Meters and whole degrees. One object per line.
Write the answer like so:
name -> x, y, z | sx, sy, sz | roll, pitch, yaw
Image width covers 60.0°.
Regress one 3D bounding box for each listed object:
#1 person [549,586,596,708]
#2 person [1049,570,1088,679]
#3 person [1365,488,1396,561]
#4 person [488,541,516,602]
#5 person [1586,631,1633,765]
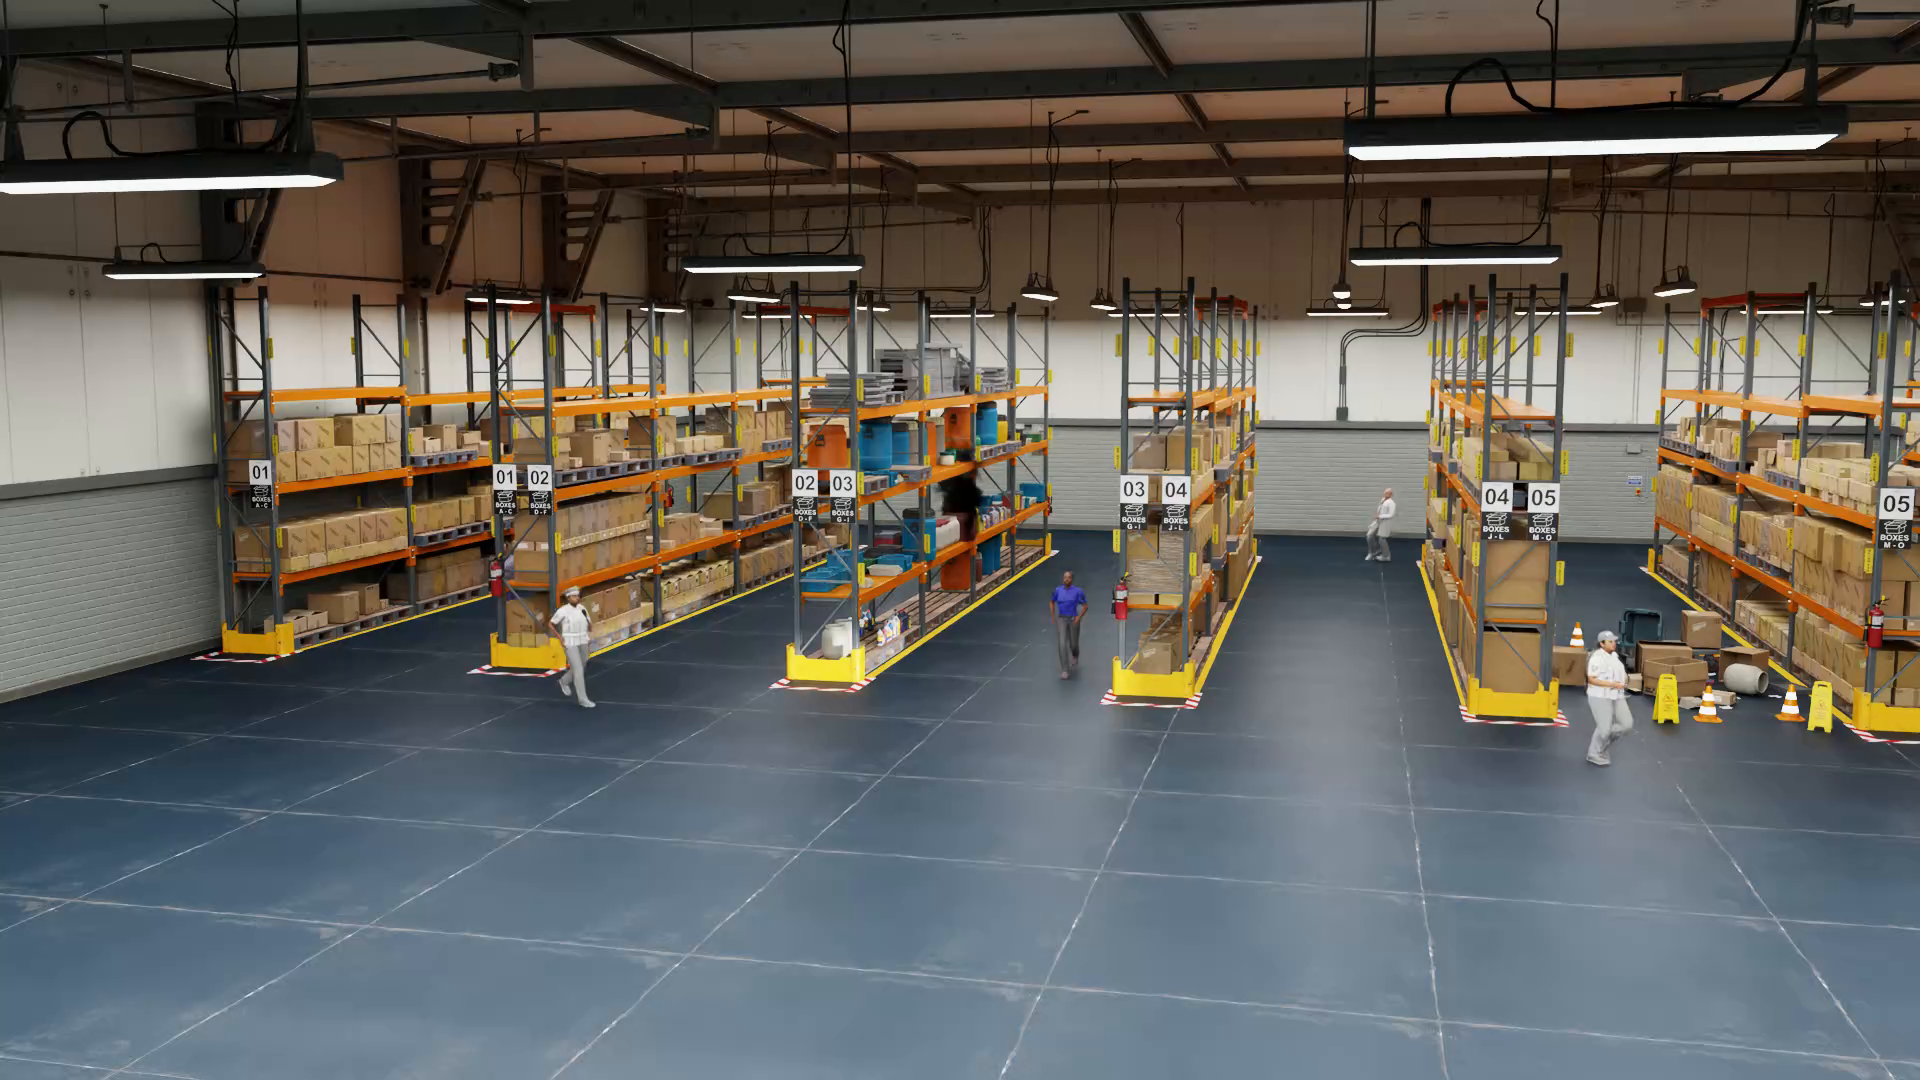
person -> -5.433, 1.471, 23.379 | 0.924, 1.676, 0.565 | 5, 9, 40
person -> 1.655, 1.269, 25.515 | 0.607, 1.631, 0.797 | 1, 7, 11
person -> 9.924, -0.349, 38.959 | 0.723, 1.732, 0.689 | -3, 7, -28
person -> -7.970, 0.864, 29.107 | 0.582, 1.684, 0.673 | 0, 7, 2
person -> 7.820, 1.901, 19.964 | 0.594, 1.624, 0.550 | -4, 8, -32
